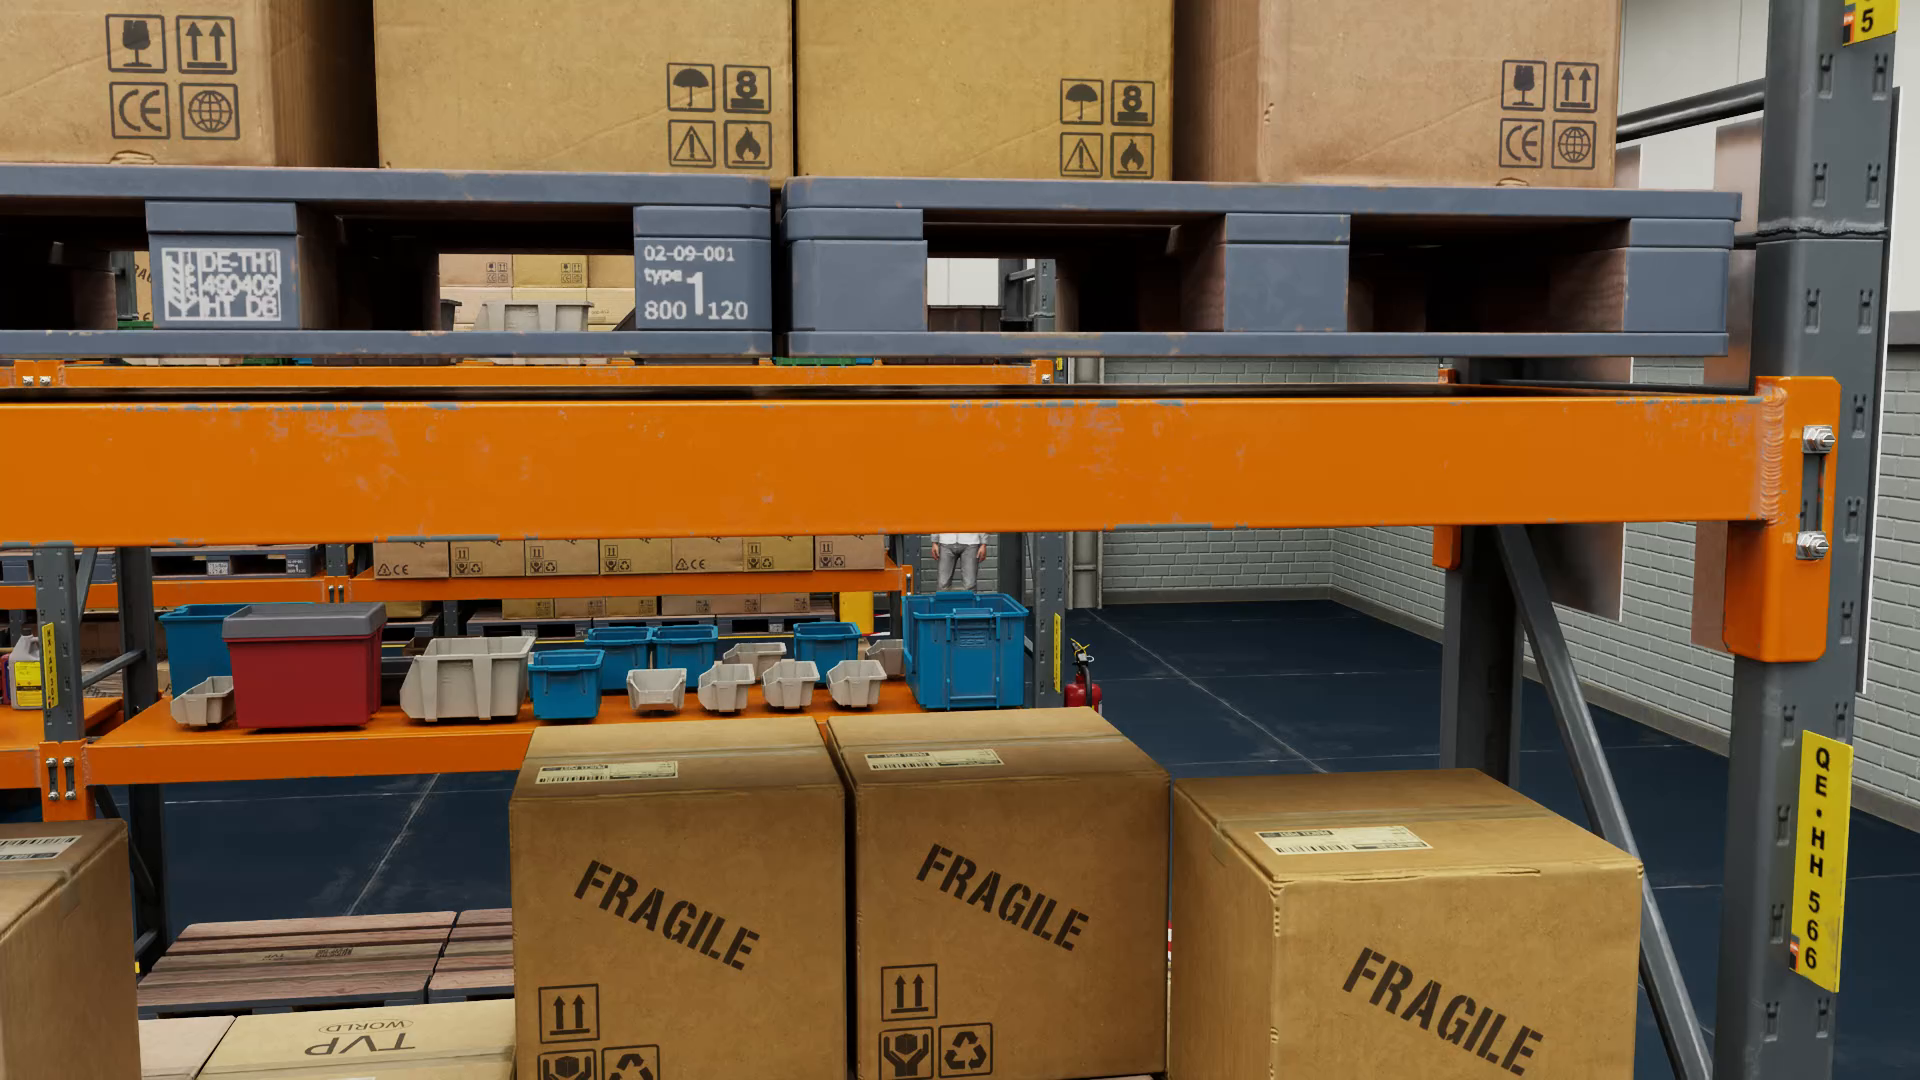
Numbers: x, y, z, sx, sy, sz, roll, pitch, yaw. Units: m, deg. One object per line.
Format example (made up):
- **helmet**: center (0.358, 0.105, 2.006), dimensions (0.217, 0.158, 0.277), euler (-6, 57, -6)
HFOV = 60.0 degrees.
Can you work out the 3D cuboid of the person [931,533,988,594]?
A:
- **person**: center (-0.008, 0.063, 17.037), dimensions (0.594, 1.771, 0.462), euler (1, 7, 9)
